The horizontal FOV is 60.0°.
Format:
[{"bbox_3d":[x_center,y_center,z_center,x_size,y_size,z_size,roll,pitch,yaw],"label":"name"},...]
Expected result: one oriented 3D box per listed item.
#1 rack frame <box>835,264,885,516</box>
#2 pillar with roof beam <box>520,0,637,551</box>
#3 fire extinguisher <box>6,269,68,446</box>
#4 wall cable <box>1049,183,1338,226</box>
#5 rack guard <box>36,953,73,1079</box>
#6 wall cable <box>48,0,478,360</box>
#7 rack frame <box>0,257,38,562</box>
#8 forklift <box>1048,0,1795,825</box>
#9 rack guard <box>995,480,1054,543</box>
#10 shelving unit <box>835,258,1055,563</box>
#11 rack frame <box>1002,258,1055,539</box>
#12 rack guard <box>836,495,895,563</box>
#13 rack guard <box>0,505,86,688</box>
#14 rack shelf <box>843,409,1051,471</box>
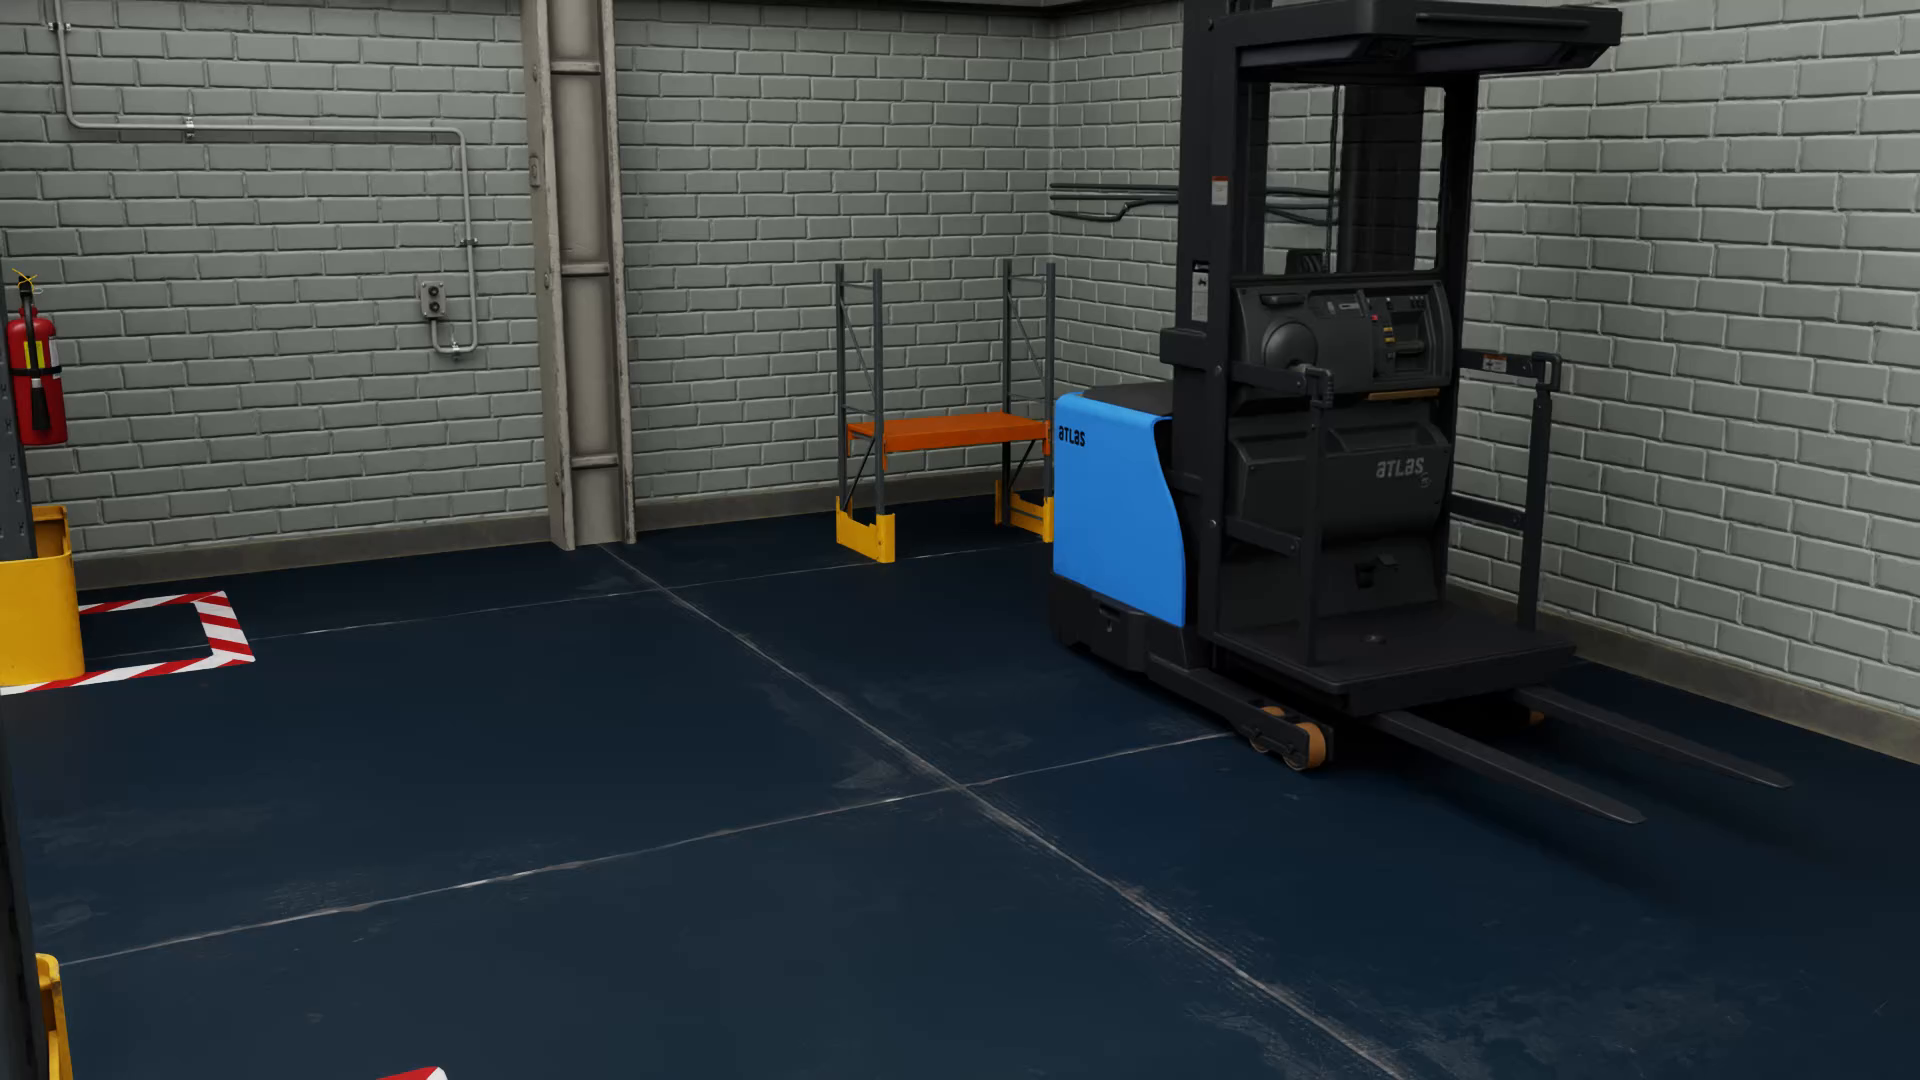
[{"bbox_3d":[-0.521,-0.669,8.667,0.032,1.500,0.500,-7,14,-28],"label":"rack frame"},{"bbox_3d":[0.061,-3.553,4.403,0.400,9.000,9.100,-7,14,-28],"label":"pillar with roof beam"},{"bbox_3d":[-3.604,-0.713,6.470,0.183,0.674,0.296,-7,14,-28],"label":"fire extinguisher"},{"bbox_3d":[1.178,-2.943,8.765,0.112,2.526,3.097,-7,14,-28],"label":"wall cable"},{"bbox_3d":[-1.647,1.176,2.744,0.348,0.500,1.175,-7,14,-28],"label":"rack guard"},{"bbox_3d":[-3.287,-1.818,8.042,1.851,1.984,0.084,-7,14,-28],"label":"wall cable"},{"bbox_3d":[-3.957,-1.005,6.745,0.127,3.000,1.000,-7,14,-28],"label":"rack frame"},{"bbox_3d":[1.488,-0.757,5.799,1.130,2.935,3.031,-6,14,-26],"label":"forklift"},{"bbox_3d":[0.370,-0.166,9.279,0.087,0.250,0.587,-7,14,-28],"label":"rack guard"},{"bbox_3d":[-0.067,-0.724,8.909,1.083,1.500,0.587,-7,14,-28],"label":"shelving unit"},{"bbox_3d":[0.371,-0.776,9.142,0.032,1.500,0.500,-7,14,-28],"label":"rack frame"},{"bbox_3d":[-0.504,-0.062,8.813,0.087,0.250,0.587,-7,14,-28],"label":"rack guard"},{"bbox_3d":[-3.936,0.212,7.031,0.348,0.500,1.175,-7,14,-28],"label":"rack guard"},{"bbox_3d":[-0.075,-0.547,8.944,1.000,0.185,0.538,-7,14,-28],"label":"rack shelf"}]
